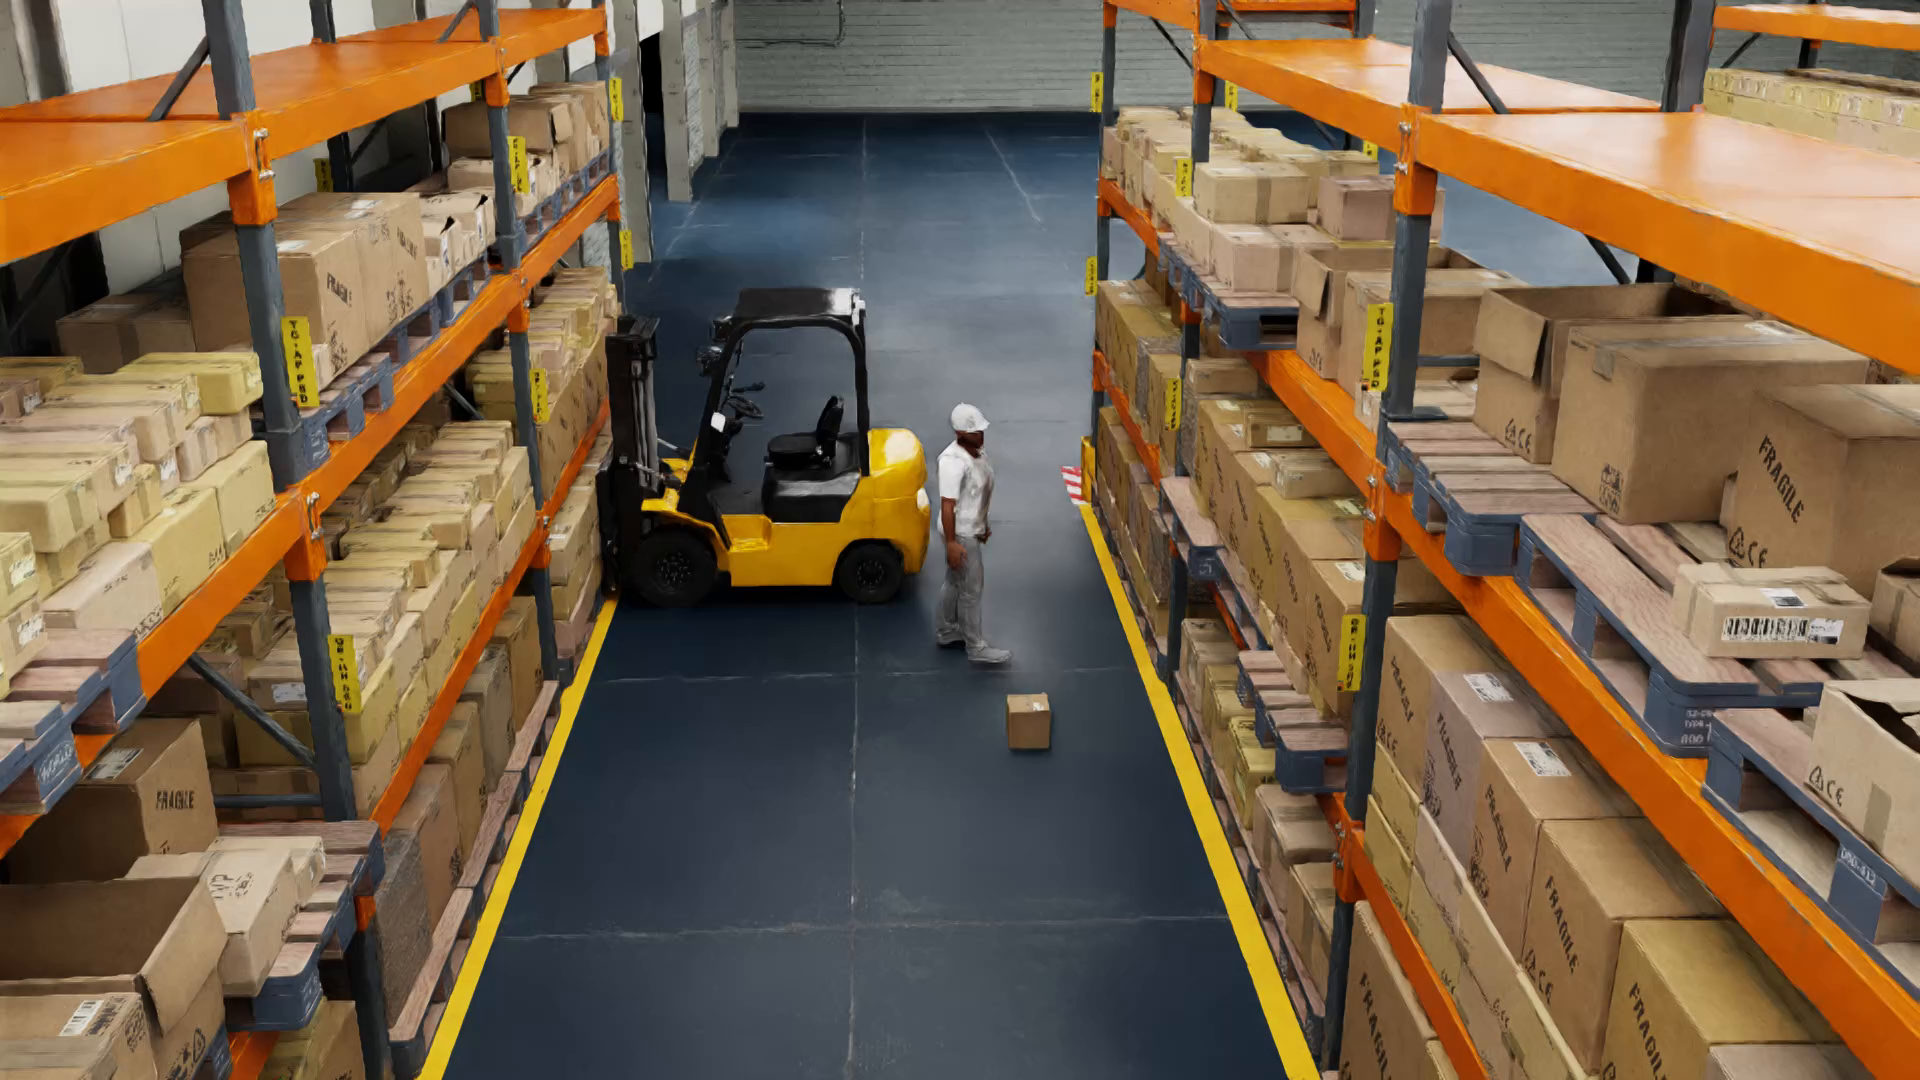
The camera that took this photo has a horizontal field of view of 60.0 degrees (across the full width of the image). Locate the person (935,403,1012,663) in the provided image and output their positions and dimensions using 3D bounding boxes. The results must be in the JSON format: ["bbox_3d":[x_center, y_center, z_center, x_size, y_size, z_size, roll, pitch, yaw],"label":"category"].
[{"bbox_3d":[0.087,-0.050,11.111,0.589,1.764,0.696,4,21,12],"label":"person"}]
